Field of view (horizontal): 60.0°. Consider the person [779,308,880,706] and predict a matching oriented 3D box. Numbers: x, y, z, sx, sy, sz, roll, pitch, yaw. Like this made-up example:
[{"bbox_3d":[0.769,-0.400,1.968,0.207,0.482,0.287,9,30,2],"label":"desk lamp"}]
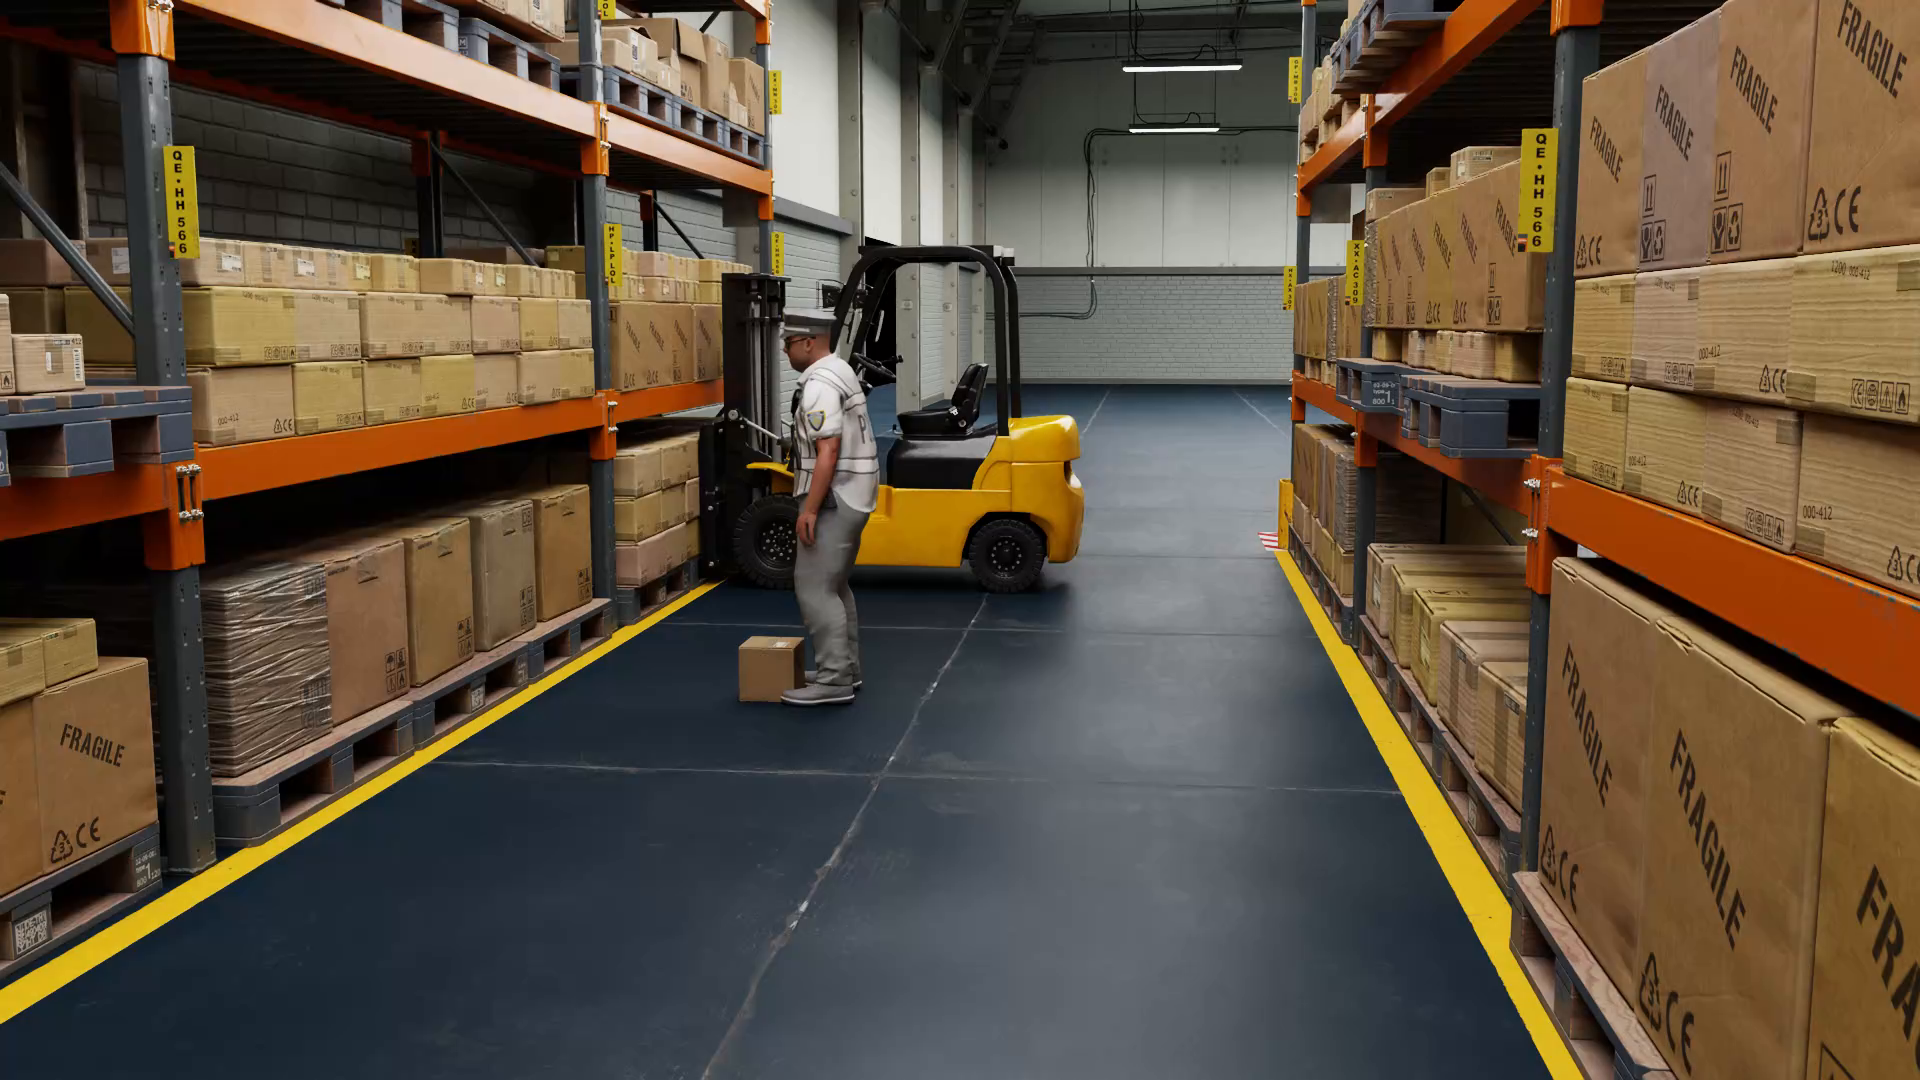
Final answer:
[{"bbox_3d":[-0.580,-0.154,7.425,0.431,1.748,0.599,1,8,4],"label":"person"}]
